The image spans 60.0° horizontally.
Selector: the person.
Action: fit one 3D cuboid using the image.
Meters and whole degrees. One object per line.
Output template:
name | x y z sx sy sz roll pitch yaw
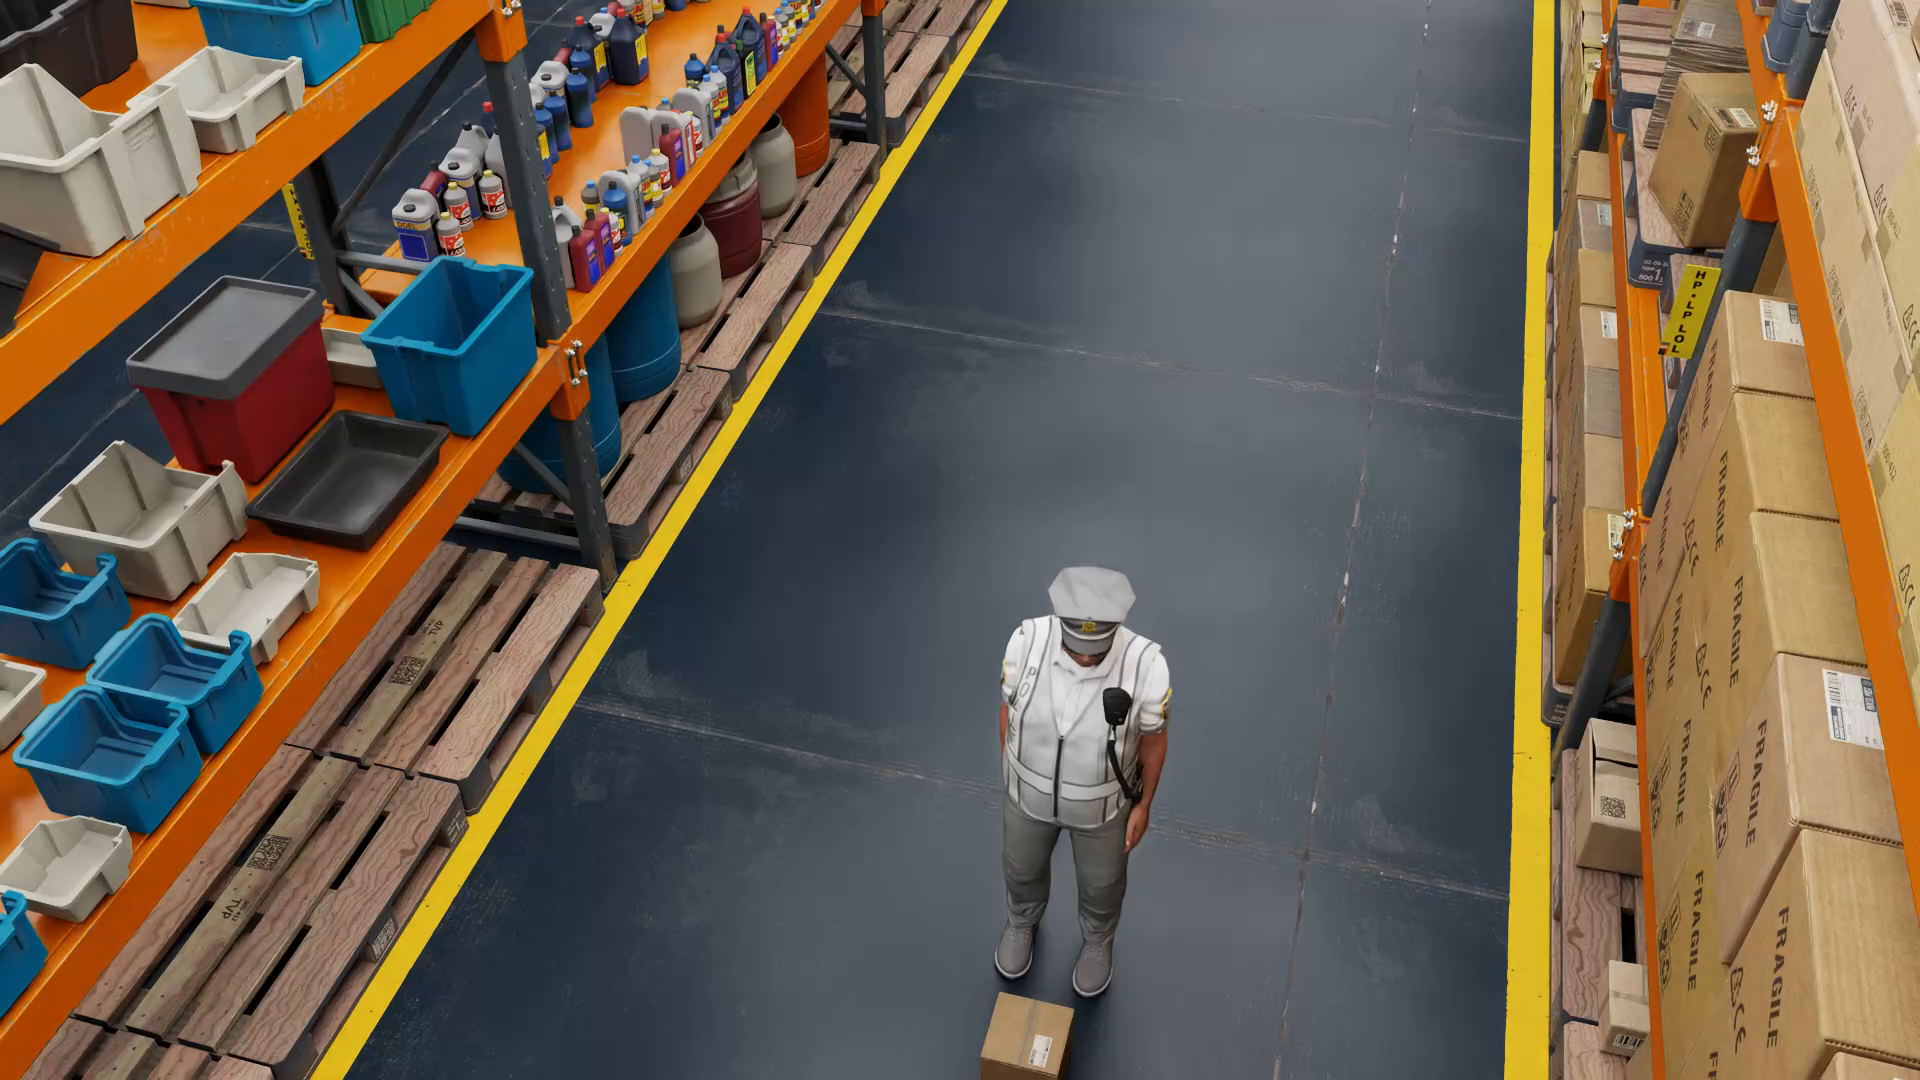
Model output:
person | 0.369 0.783 5.257 0.530 1.740 0.391 11 42 12
